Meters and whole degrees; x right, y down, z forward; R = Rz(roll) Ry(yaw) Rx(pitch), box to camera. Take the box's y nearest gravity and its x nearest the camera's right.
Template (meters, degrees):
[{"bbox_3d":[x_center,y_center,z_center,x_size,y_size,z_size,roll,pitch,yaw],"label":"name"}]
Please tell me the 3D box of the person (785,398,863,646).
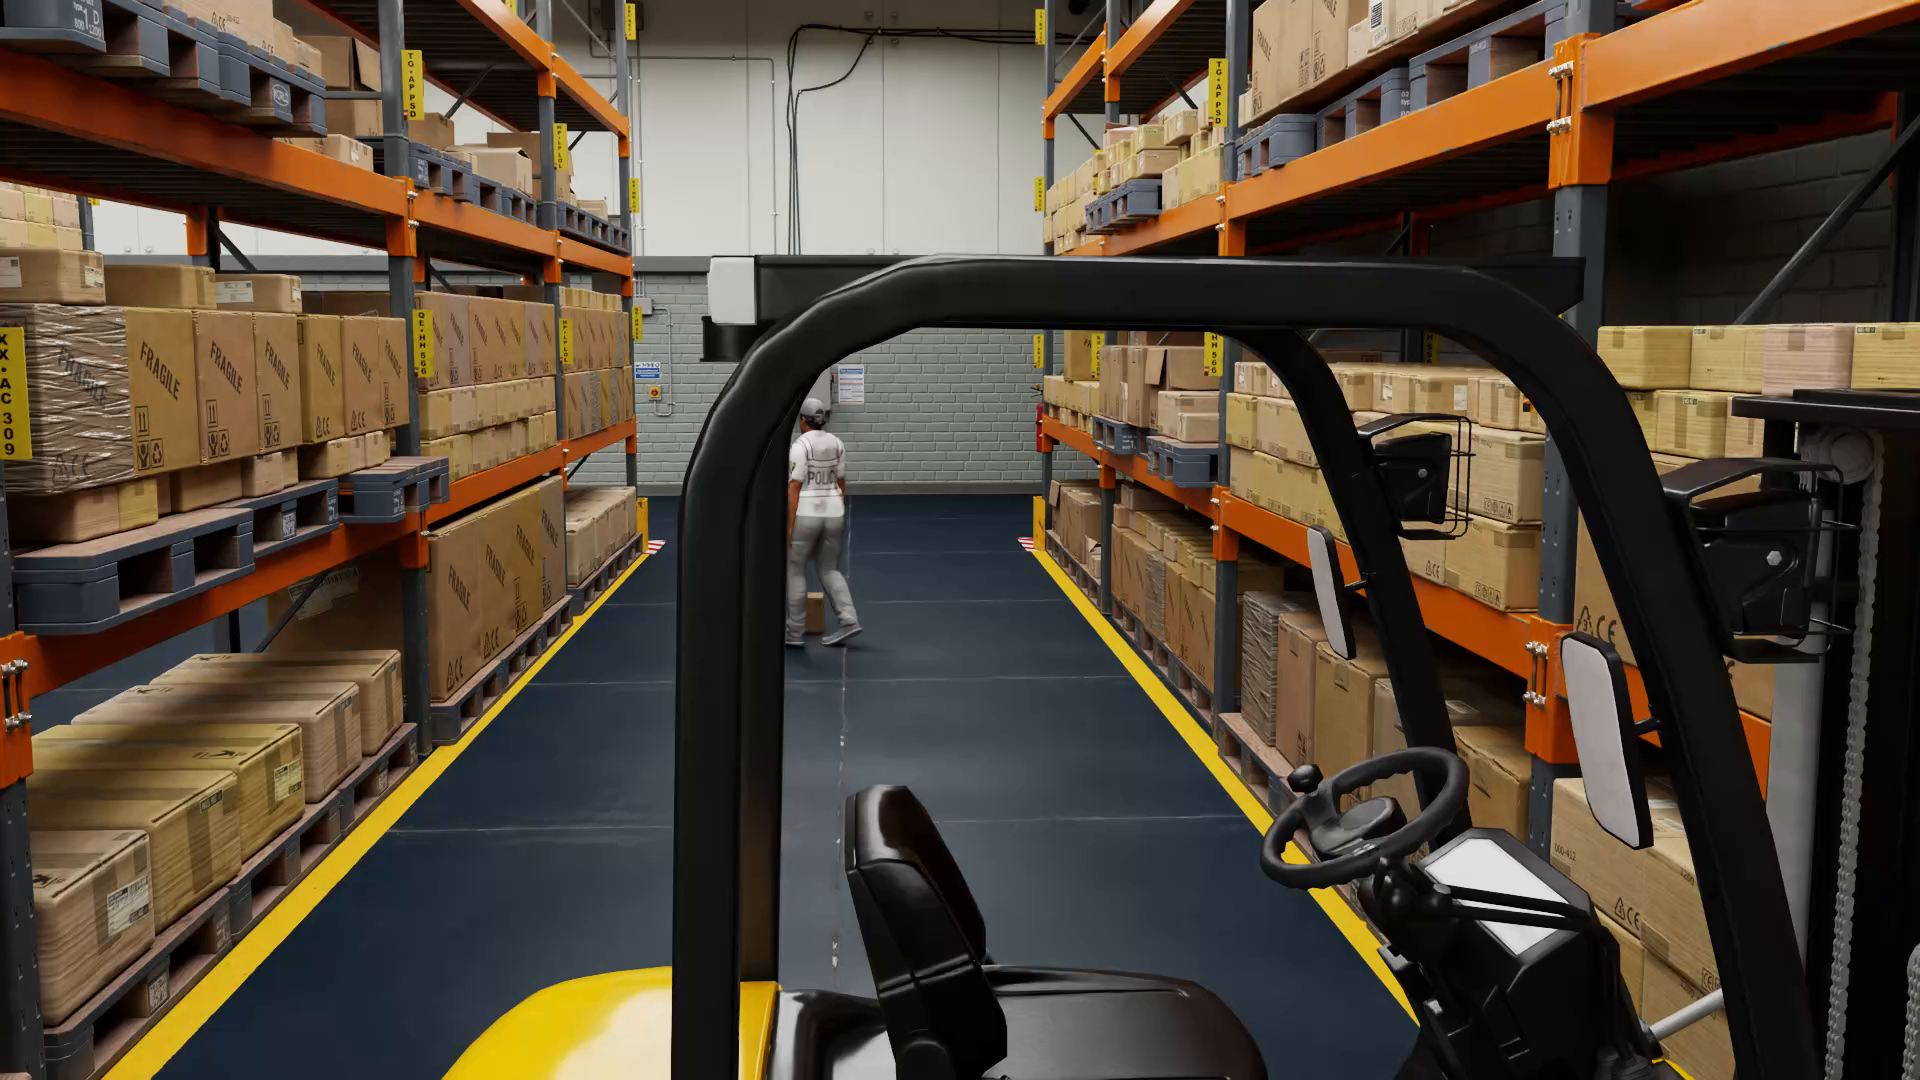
[{"bbox_3d":[-0.986,-0.117,11.170,0.497,1.674,0.542,-7,10,-44],"label":"person"}]
